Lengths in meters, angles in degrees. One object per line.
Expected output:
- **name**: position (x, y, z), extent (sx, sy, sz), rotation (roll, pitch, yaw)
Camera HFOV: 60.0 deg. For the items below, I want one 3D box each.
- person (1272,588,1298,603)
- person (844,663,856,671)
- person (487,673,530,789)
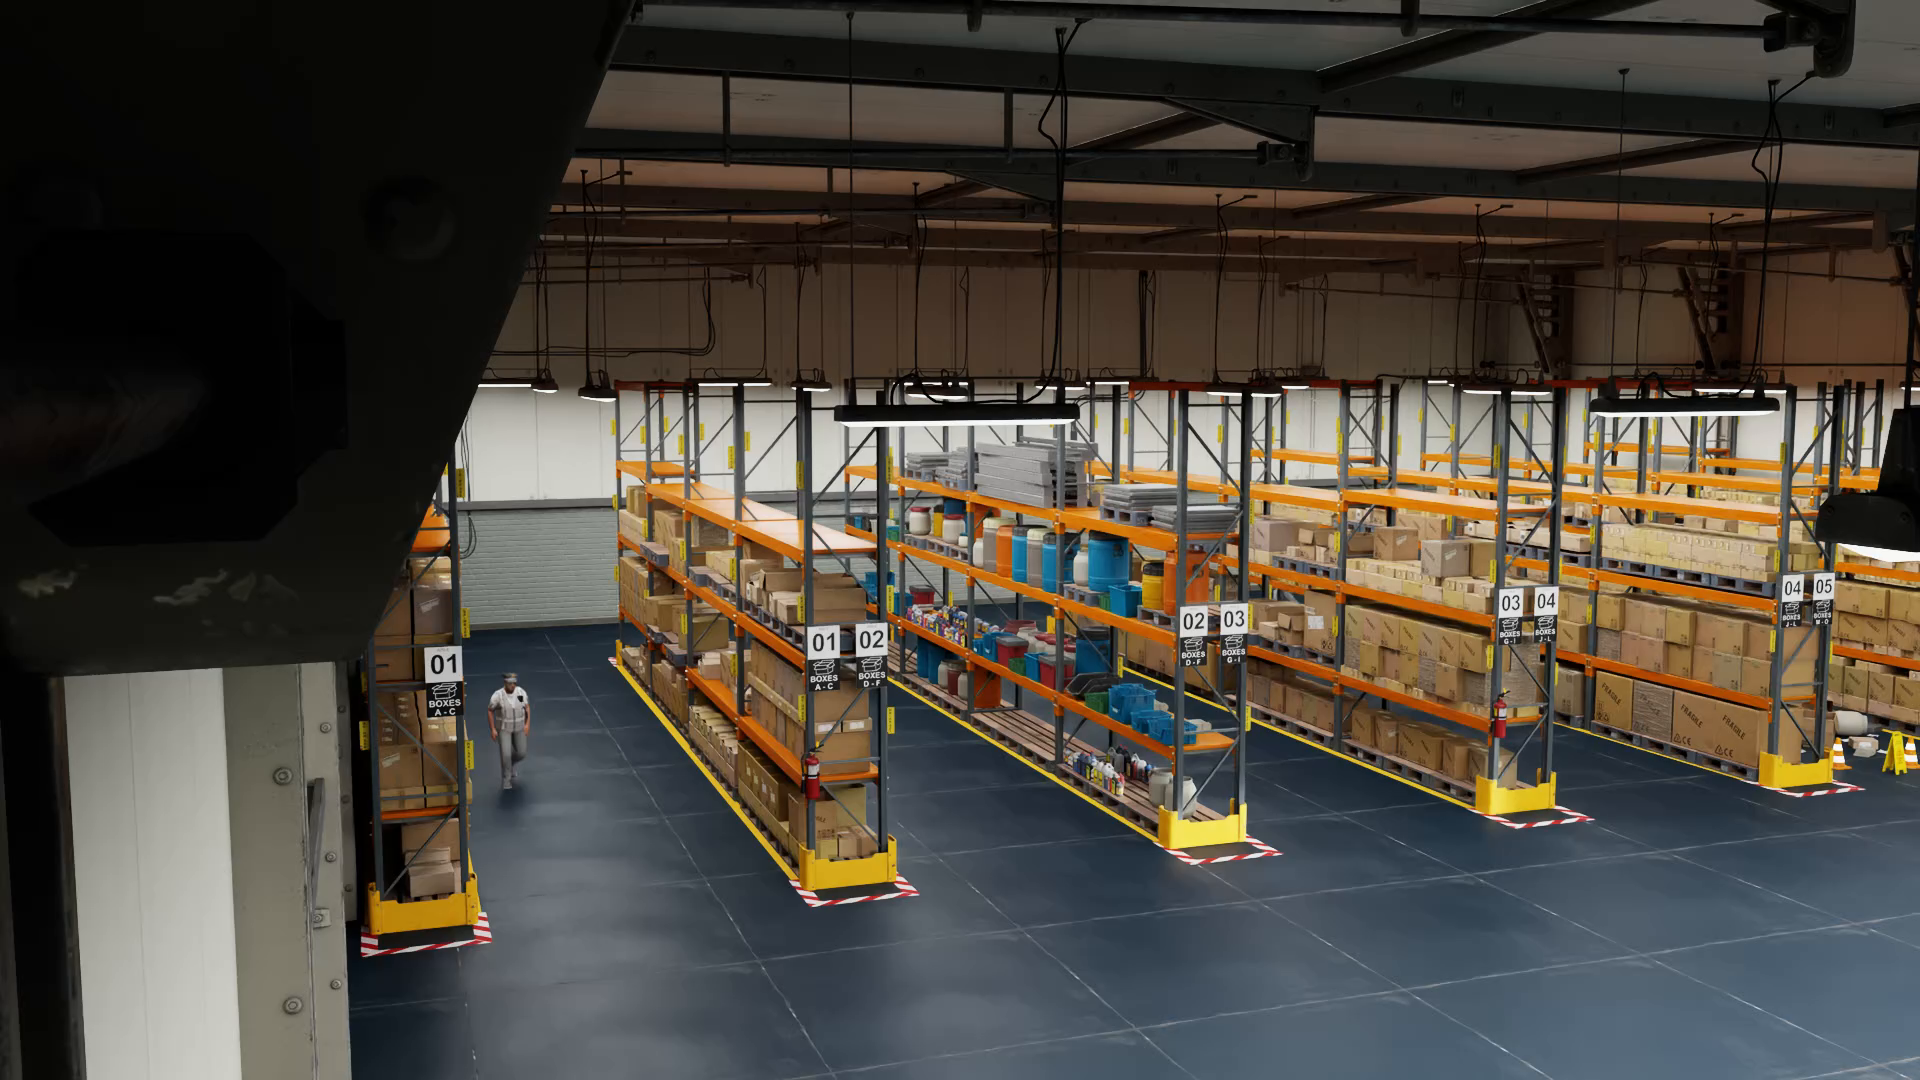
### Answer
- **person**: position (8.274, 1.008, 42.670), extent (1.071, 1.614, 0.438), rotation (-4, 7, -31)
- **person**: position (-2.082, 2.055, 32.531), extent (0.560, 1.674, 0.436), rotation (-3, 7, -28)
- **person**: position (-6.783, 2.837, 25.020), extent (0.626, 1.739, 0.563), rotation (-4, 7, -32)
